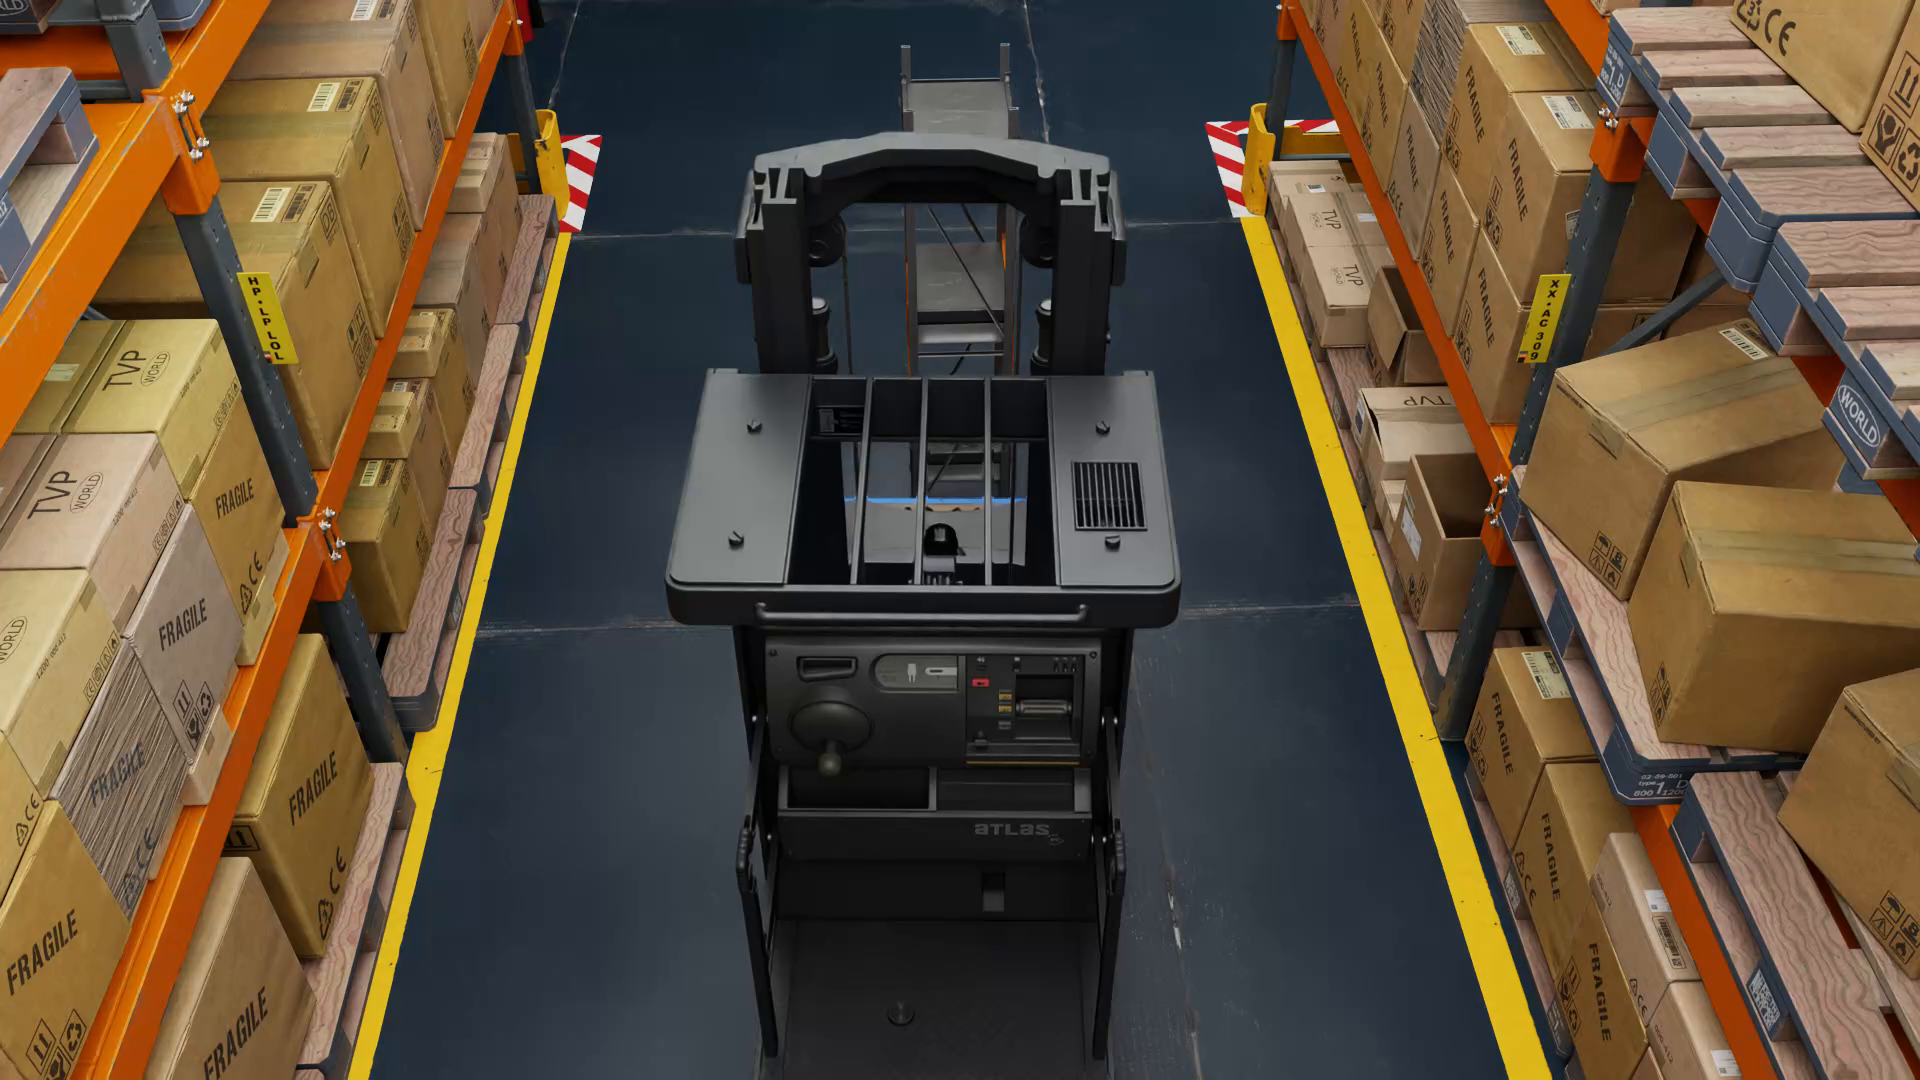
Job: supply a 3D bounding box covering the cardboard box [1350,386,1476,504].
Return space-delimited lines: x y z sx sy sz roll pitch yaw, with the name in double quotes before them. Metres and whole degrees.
"cardboard box" 2.006 -0.436 7.170 0.500 0.311 0.500 -2 43 -2

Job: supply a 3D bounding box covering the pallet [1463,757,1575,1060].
"pallet" 2.418 1.194 5.791 1.003 0.211 1.213 -2 43 -2

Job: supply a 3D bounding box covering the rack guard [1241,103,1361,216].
"rack guard" 2.179 -2.110 9.182 1.175 0.500 0.348 -2 43 -2

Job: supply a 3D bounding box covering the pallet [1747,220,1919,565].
"pallet" 2.350 -0.276 3.251 1.213 0.211 1.003 -2 43 -2

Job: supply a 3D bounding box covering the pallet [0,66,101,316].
"pallet" -2.515 -0.655 3.666 0.805 0.209 1.217 -3 43 -4

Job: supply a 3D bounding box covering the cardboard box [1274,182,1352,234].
"cardboard box" 1.861 -1.739 8.698 0.380 0.166 0.250 -2 43 -2

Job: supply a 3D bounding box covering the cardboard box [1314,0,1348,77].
"cardboard box" 1.958 -2.464 7.644 0.500 0.500 0.500 -2 43 -2

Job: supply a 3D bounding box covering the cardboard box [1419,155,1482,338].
"cardboard box" 2.045 -1.097 6.153 0.500 0.500 0.500 -1 43 -1

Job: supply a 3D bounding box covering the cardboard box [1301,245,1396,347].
"cardboard box" 1.958 -1.181 8.028 0.500 0.250 0.500 -2 43 -2

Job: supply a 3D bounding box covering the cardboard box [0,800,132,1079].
"cardboard box" -2.261 0.934 3.703 0.500 0.500 0.500 -1 43 -1

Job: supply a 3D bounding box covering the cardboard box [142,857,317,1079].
"cardboard box" -2.405 1.435 4.744 0.750 0.750 0.750 0 43 0

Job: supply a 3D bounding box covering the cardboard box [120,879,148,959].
"cardboard box" -2.296 0.927 4.190 0.380 0.149 0.250 -3 43 -3

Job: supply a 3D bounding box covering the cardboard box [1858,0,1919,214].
"cardboard box" 2.344 -0.924 3.359 0.600 0.600 0.600 -2 43 -2

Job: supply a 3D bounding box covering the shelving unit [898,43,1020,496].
"shelving unit" -0.007 -0.886 6.662 0.431 2.100 0.503 -2 43 -2

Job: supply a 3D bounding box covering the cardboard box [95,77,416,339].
"cardboard box" -2.636 -1.208 6.126 0.980 0.700 0.700 -3 43 -3

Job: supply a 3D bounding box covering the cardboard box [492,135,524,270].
"cardboard box" -2.644 -1.701 8.425 0.700 0.500 0.500 -2 43 -2

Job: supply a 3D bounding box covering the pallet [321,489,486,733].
"pallet" -2.558 0.275 6.794 1.003 0.211 1.213 -2 43 -2

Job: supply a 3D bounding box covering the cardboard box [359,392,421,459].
"cardboard box" -2.365 -0.454 6.585 0.380 0.149 0.250 0 43 0

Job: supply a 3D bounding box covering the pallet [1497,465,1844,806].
"pallet" 2.270 0.231 4.920 1.003 0.211 1.213 -2 43 -2

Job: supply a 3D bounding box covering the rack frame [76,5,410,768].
"rack frame" -2.604 -0.237 5.289 1.000 3.000 0.127 -2 43 -2

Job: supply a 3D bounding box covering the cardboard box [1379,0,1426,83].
"cardboard box" 2.000 -2.147 6.559 0.500 0.500 0.500 -2 43 -2

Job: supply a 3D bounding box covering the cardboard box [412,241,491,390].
"cardboard box" -2.600 -1.024 7.686 0.700 0.500 0.500 -3 43 -3

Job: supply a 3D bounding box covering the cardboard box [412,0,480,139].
"cardboard box" -2.700 -2.213 7.223 0.980 0.700 0.700 -2 43 -2

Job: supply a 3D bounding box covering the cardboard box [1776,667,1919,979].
"cardboard box" 2.482 0.617 3.972 0.700 0.500 0.500 -12 44 -13

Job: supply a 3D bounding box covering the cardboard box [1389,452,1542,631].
"cardboard box" 2.038 0.001 6.554 0.500 0.500 0.500 -2 43 -2

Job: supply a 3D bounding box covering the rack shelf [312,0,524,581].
"rack shelf" -2.688 -1.322 7.005 1.077 0.370 4.000 -2 43 -2

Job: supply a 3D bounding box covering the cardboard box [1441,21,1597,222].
"cardboard box" 2.041 -1.467 5.817 0.500 0.500 0.500 -2 43 -3

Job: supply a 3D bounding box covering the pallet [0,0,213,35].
"pallet" -2.628 -1.863 4.908 1.003 0.211 1.213 -2 43 -2

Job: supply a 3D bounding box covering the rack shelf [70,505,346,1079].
"rack shelf" -2.519 1.378 4.059 1.077 0.370 4.000 -2 43 -2

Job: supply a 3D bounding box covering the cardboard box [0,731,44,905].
"cardboard box" -2.272 0.674 3.431 0.500 0.250 0.500 -2 43 -3

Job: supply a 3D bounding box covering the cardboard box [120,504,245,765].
"cardboard box" -2.301 0.257 4.440 0.500 0.500 0.500 -1 43 -1

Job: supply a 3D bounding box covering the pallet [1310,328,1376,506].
"pallet" 2.262 -0.643 7.796 1.003 0.211 1.213 -2 43 -2

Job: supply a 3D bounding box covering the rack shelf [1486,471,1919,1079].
"rack shelf" 2.430 1.233 4.217 1.077 0.370 4.000 -2 43 -2

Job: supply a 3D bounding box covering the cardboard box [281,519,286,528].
"cardboard box" -2.725 -0.114 6.214 0.380 0.149 0.250 -2 43 -2

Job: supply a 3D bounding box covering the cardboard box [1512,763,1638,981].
"cardboard box" 2.156 1.071 5.386 0.500 0.500 0.500 -1 43 -1

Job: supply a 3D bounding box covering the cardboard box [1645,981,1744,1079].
"cardboard box" 2.187 1.448 4.420 0.500 0.250 0.500 -2 43 -3

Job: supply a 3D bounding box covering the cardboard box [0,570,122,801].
"cardboard box" -2.294 0.330 3.806 0.500 0.250 0.500 -1 43 -1

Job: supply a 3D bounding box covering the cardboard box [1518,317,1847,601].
"cardboard box" 2.142 -0.247 4.915 0.700 0.500 0.500 -15 45 -16

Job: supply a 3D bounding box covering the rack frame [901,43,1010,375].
"rack frame" -0.017 -1.051 6.842 0.400 2.100 0.015 -2 43 -2

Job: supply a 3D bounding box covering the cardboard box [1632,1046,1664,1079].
"cardboard box" 2.191 1.749 4.646 0.500 0.500 0.500 -3 43 -3

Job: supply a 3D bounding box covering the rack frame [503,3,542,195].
"rack frame" -2.773 -2.938 8.235 1.000 3.000 0.127 -2 43 -2

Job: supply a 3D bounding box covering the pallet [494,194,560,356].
"pallet" -2.661 -1.372 8.591 1.003 0.211 1.213 -2 43 -2

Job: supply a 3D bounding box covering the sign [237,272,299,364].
"sign" -2.062 -0.657 4.949 0.100 0.325 0.005 -2 43 -2

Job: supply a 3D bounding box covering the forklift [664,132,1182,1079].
"forklift" -0.074 0.551 4.480 1.130 2.935 3.031 0 43 0

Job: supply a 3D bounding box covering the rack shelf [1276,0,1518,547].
"rack shelf" 2.261 -1.467 7.163 1.077 0.370 4.000 -2 43 -2

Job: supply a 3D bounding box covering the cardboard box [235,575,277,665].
"cardboard box" -2.272 0.238 4.942 0.380 0.149 0.250 -1 43 -1

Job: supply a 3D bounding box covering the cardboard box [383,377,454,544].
"cardboard box" -2.551 -0.318 6.916 0.700 0.500 0.500 -2 43 -2

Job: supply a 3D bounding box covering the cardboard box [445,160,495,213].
"cardboard box" -2.445 -1.687 7.929 0.380 0.149 0.250 -1 43 -1

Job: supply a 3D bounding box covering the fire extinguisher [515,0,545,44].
"fire extinguisher" -2.319 -2.887 8.513 0.296 0.674 0.183 -2 43 -2

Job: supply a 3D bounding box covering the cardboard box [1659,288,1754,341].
"cardboard box" 2.596 -0.771 5.797 0.500 0.500 0.500 -1 43 -1

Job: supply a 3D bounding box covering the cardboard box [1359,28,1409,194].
"cardboard box" 1.996 -1.788 6.906 0.500 0.500 0.500 -1 43 -1

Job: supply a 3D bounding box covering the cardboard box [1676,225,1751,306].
"cardboard box" 2.607 -1.114 5.431 0.500 0.500 0.500 -1 43 -1

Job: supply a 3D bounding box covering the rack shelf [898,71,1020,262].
"rack shelf" -0.007 -1.392 6.199 0.431 0.518 0.480 -2 43 -2

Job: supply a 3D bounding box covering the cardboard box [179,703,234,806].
"cardboard box" -2.236 0.591 4.557 0.380 0.149 0.250 -2 43 -2

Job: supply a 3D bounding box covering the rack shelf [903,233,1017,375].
"rack shelf" -0.007 -0.876 6.672 0.431 0.518 0.480 -2 43 -2
